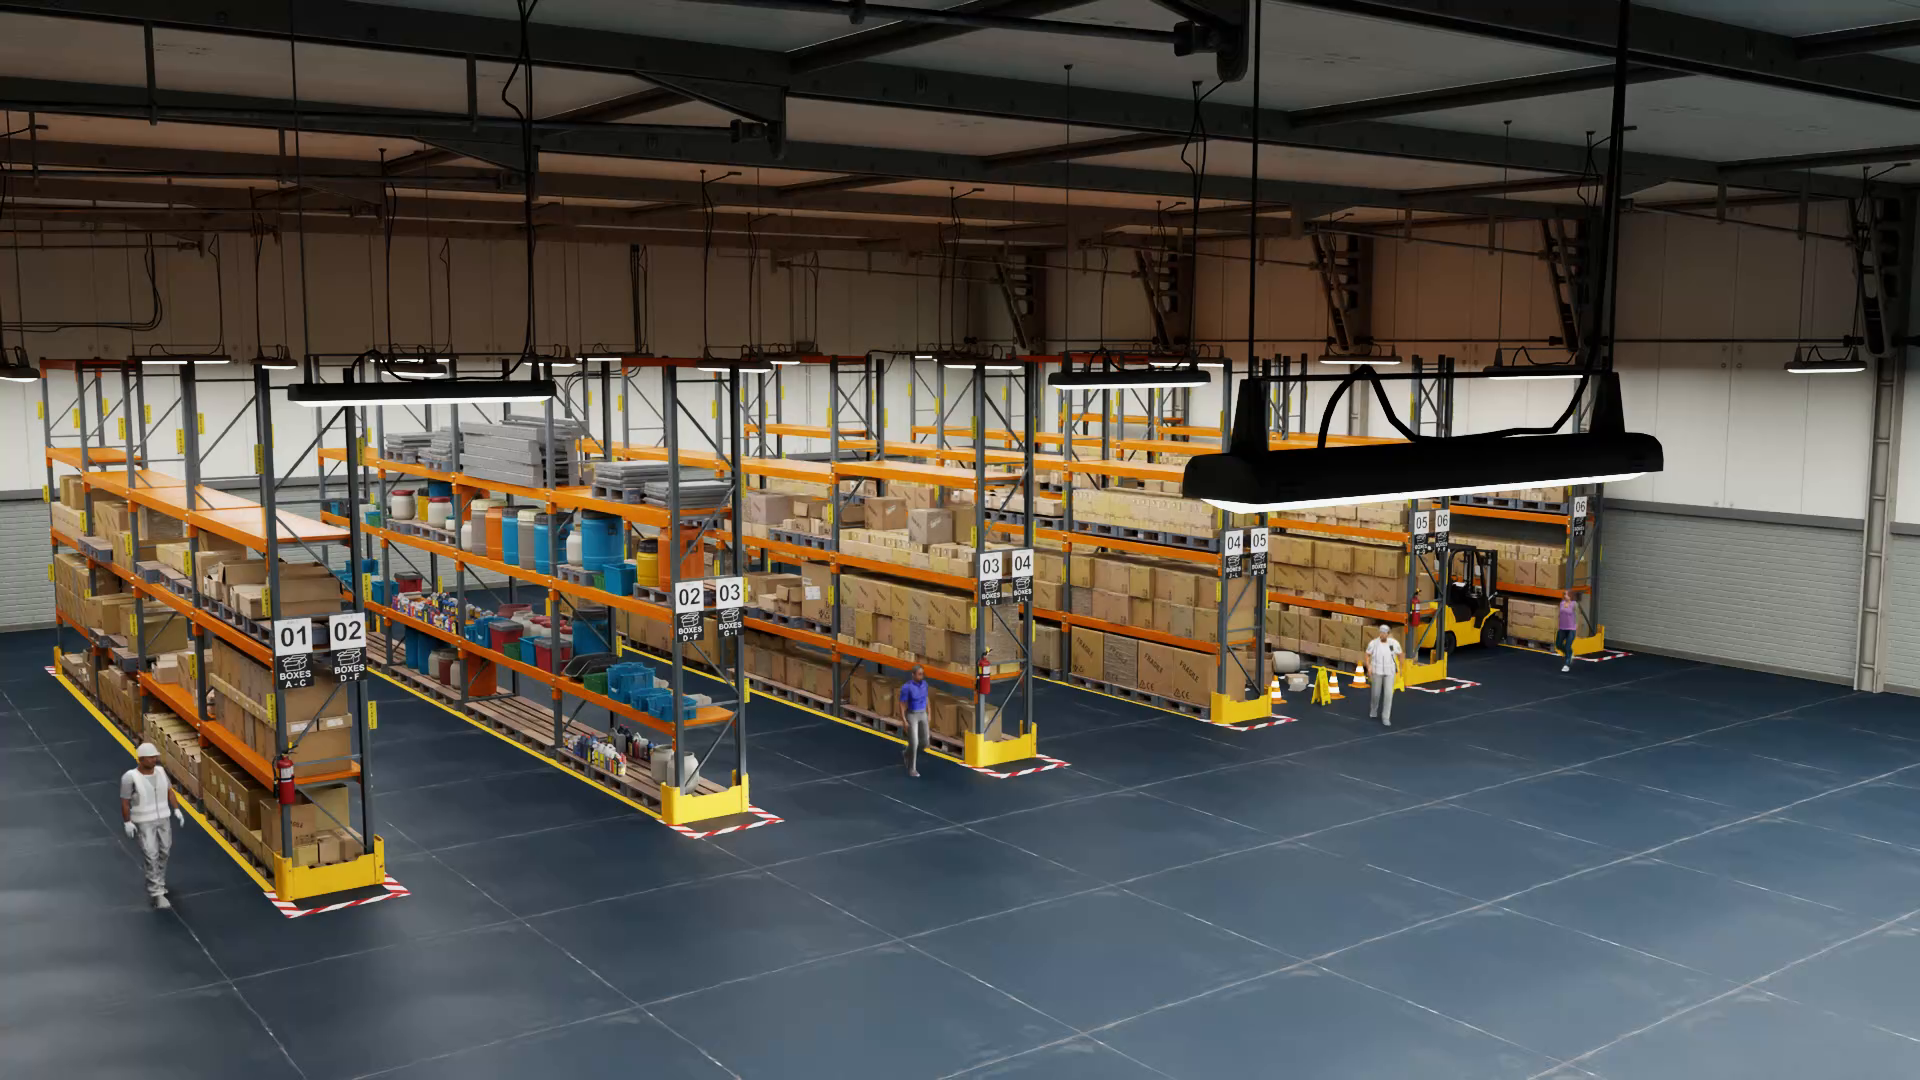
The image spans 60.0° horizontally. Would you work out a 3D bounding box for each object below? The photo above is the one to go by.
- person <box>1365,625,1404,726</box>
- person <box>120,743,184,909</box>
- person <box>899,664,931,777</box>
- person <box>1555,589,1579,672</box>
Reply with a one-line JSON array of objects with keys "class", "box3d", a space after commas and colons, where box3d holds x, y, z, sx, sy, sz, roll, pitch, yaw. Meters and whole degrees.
[{"class": "person", "box3d": [7.049, 2.207, 27.662, 0.627, 1.653, 0.729, 1, 7, 8]}, {"class": "person", "box3d": [-9.076, 3.211, 18.840, 0.712, 1.788, 0.572, 4, 8, 32]}, {"class": "person", "box3d": [-0.697, 2.612, 24.374, 0.540, 1.641, 0.555, -5, 9, -37]}, {"class": "person", "box3d": [11.664, 1.708, 31.866, 0.539, 1.587, 0.400, -7, 10, -44]}]
